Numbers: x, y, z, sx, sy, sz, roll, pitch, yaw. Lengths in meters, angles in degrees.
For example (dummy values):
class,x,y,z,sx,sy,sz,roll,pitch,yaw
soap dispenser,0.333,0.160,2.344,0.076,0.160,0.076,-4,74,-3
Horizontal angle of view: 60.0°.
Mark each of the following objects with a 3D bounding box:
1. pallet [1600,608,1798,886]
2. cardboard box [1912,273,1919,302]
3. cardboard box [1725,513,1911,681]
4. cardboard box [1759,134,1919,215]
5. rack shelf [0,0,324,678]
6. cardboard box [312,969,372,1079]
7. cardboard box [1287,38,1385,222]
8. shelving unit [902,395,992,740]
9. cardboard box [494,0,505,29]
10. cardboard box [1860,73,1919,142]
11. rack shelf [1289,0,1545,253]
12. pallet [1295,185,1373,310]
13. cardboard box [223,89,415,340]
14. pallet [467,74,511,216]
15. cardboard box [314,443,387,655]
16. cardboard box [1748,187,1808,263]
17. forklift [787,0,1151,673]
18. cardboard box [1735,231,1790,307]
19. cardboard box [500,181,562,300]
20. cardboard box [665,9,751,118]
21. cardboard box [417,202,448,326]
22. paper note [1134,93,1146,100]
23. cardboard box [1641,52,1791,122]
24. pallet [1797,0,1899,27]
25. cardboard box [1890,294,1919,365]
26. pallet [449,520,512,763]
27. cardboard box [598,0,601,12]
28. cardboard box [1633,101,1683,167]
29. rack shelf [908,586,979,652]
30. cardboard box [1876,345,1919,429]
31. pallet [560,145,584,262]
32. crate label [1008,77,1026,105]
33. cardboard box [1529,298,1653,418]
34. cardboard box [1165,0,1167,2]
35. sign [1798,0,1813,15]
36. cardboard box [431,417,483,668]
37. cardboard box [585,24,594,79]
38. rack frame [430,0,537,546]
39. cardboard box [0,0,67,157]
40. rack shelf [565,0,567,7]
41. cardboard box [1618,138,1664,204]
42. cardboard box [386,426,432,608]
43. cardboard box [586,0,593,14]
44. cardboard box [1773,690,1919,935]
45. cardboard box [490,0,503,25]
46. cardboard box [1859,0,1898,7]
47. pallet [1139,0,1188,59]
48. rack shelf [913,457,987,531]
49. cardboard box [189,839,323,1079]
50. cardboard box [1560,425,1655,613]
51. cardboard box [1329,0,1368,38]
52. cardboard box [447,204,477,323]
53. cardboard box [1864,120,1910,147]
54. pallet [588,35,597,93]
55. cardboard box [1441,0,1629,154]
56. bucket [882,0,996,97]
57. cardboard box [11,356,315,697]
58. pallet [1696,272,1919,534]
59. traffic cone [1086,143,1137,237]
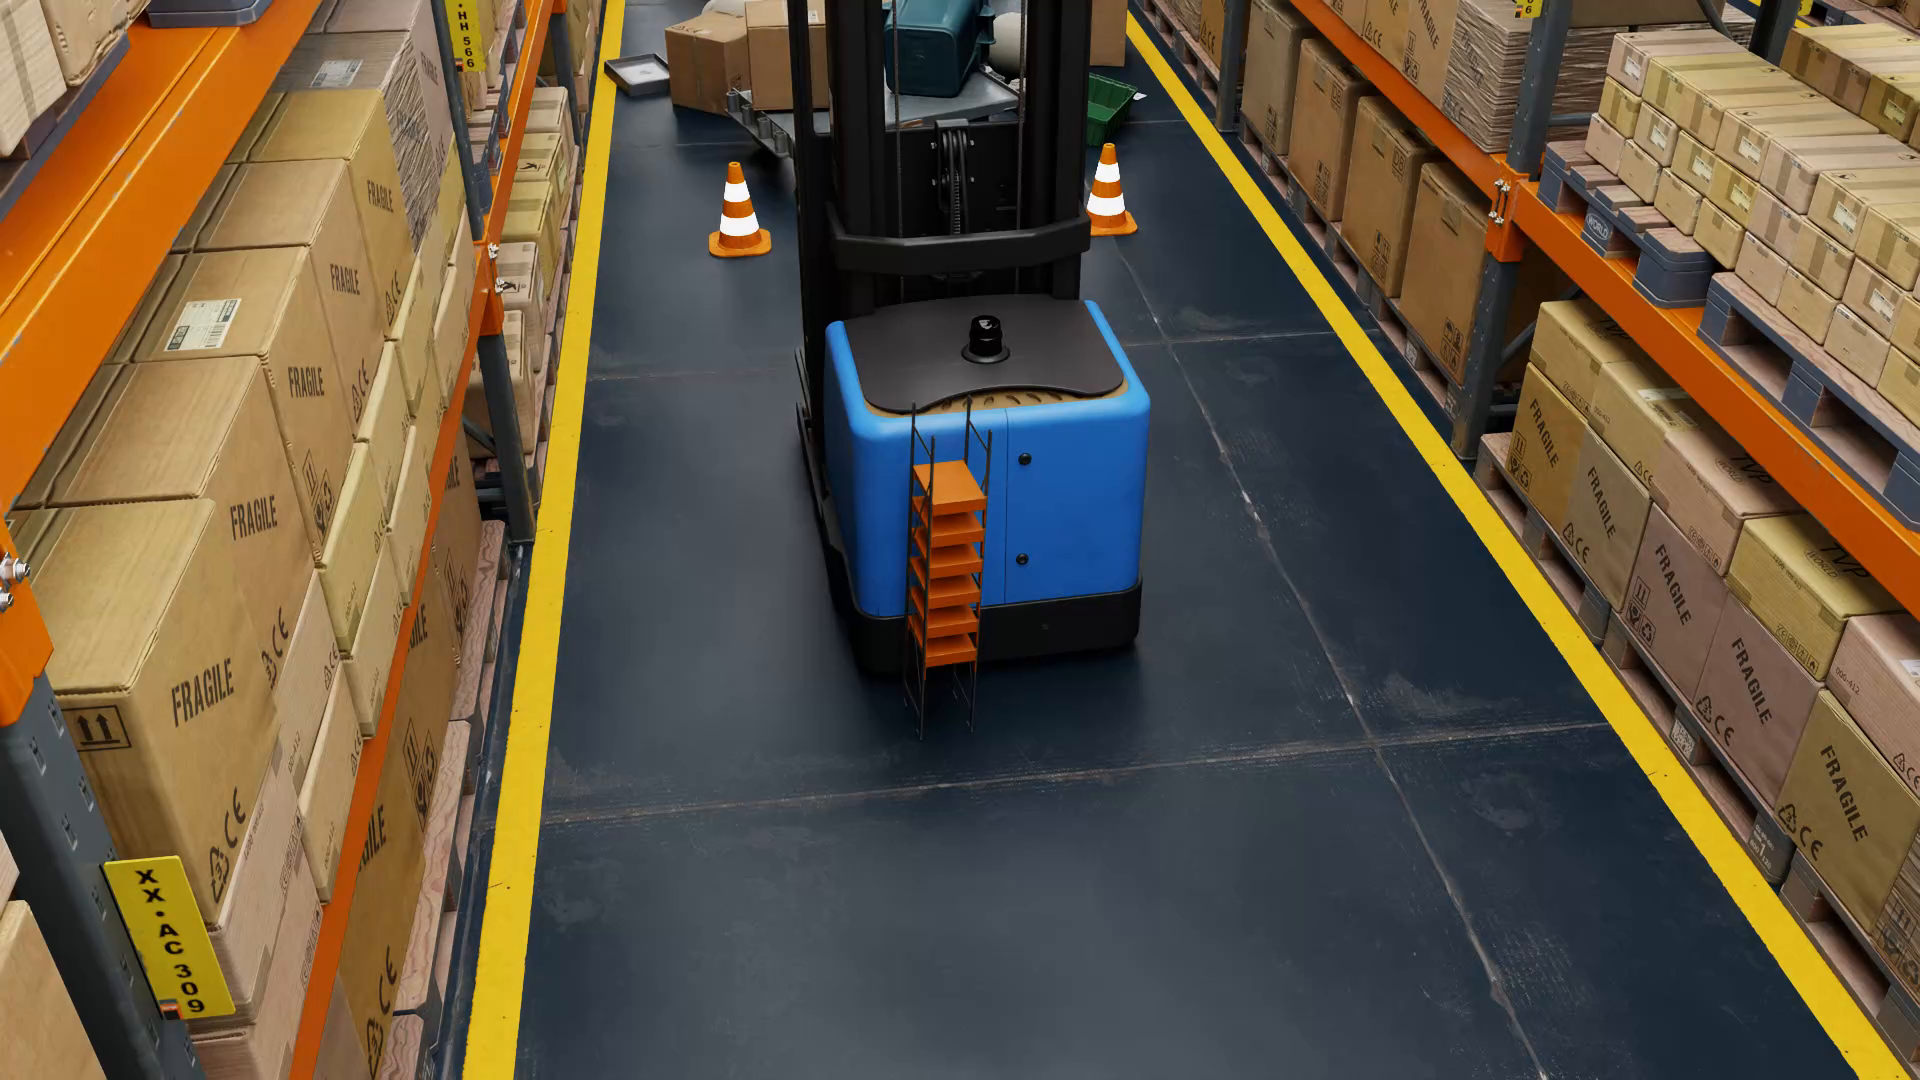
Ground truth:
class,x,y,z,sx,sy,sz,roll,pitch,yaw
pallet,2.932,0.616,5.658,1.003,0.211,1.213,-4,35,-6
cardboard box,2.783,-0.672,4.394,0.380,0.149,0.250,-6,35,-9
cardboard box,2.714,0.152,5.044,0.500,0.250,0.500,-6,35,-8
cardboard box,2.678,-1.109,5.035,0.380,0.149,0.250,-3,34,-4
rack shelf,-1.955,-1.046,3.597,1.077,0.370,4.000,-4,35,-6
cardboard box,-1.849,1.376,3.580,0.875,0.875,0.875,-3,34,-5
cardboard box,2.428,-2.249,9.012,1.050,0.750,0.750,-4,35,-6
shelving unit,-0.053,0.114,5.511,0.189,1.200,0.258,-7,35,-16
cardboard box,-2.253,-2.391,7.445,0.380,0.149,0.250,-3,34,-5
cardboard box,3.254,-1.442,5.524,0.380,0.149,0.250,-3,34,-5
rack shelf,2.398,-2.470,8.350,1.077,0.370,4.000,-4,35,-6
pallet,2.475,-1.624,8.946,1.003,0.211,1.213,-4,35,-6
cardboard box,-1.758,-0.843,4.346,0.500,0.500,0.500,-4,35,-6
pallet,-2.426,-1.531,6.503,1.213,0.211,1.003,-4,35,-6
cardboard box,-1.605,0.028,3.735,0.500,0.250,0.500,-4,34,-6
cardboard box,2.678,-0.980,5.110,0.380,0.149,0.250,-4,35,-6
forklift,-0.114,-1.560,6.437,1.130,2.935,3.031,-6,35,-9
cardboard box,2.676,-0.857,5.194,0.380,0.149,0.250,-3,34,-5
cardboard box,-2.494,-1.459,8.187,0.950,0.372,0.625,-3,34,-5
cardboard box,-1.558,-3.121,10.884,0.500,0.500,0.500,20,39,26
cardboard box,-1.835,-0.828,4.991,0.500,0.250,0.500,-5,35,-8
paper note,1.142,-2.964,11.071,0.142,0.020,0.147,27,43,34
cardboard box,2.576,-1.545,5.675,0.380,0.149,0.250,-5,35,-8
pallet,6.765,-4.105,12.586,1.003,0.211,1.213,-4,35,-6
cardboard box,2.775,-0.554,4.486,0.380,0.149,0.250,-4,35,-6
pallet,-2.193,0.378,6.008,1.003,0.211,1.213,-4,35,-6
cardboard box,-2.863,-4.001,12.027,0.500,0.250,0.500,-4,35,-6
cardboard box,2.572,-1.408,5.739,0.380,0.149,0.250,-3,34,-4
rack shelf,-0.061,0.251,5.601,0.180,0.103,0.258,-7,35,-16
cardboard box,2.777,-0.422,4.557,0.380,0.149,0.250,-3,34,-4
pallet,-2.656,-1.866,9.300,1.003,0.211,1.213,-4,35,-6
crate label,0.452,-2.953,10.961,0.250,0.136,0.298,27,43,34
cardboard box,2.520,-0.699,6.293,0.500,0.250,0.500,-6,35,-9
cardboard box,1.868,-4.547,12.272,0.875,0.875,0.875,-5,35,-7
sign,3.204,-2.144,6.274,0.100,0.325,0.005,-4,35,-6
cardboard box,-2.214,-0.124,5.782,0.875,0.875,0.875,-5,35,-7
cardboard box,-2.657,-3.136,10.757,0.500,0.250,0.500,-3,34,-4
rack frame,-2.224,-1.220,5.877,1.000,3.000,0.127,-4,35,-6
cardboard box,-1.407,-0.651,2.125,0.396,0.266,0.258,-5,35,-7
rack shelf,-3.031,-4.271,10.993,1.077,0.370,4.000,-4,35,-6
cardboard box,2.563,-1.307,5.854,0.380,0.149,0.250,-3,34,-4
cardboard box,-1.666,-0.047,4.289,0.500,0.250,0.500,-5,35,-7
cardboard box,-2.726,-3.737,10.972,0.500,0.500,0.500,-3,34,-4
cardboard box,2.787,0.760,4.818,0.500,0.500,0.500,-5,35,-8
cardboard box,-2.210,-2.413,6.901,0.500,0.500,0.500,-4,34,-6
cardboard box,6.798,-4.229,12.139,0.500,0.500,0.500,-7,35,-11
pallet,1.937,-3.844,12.203,1.003,0.211,1.213,-4,35,-6
rack shelf,-0.039,-0.149,5.337,0.180,0.103,0.258,-7,35,-16
cardboard box,-1.484,0.808,3.033,0.500,0.250,0.500,-5,35,-7
cardboard box,2.581,-0.098,6.077,0.500,0.500,0.500,-4,34,-6
cardboard box,2.135,-2.767,8.058,0.500,0.500,0.500,-4,34,-6
cardboard box,-1.899,-0.896,5.534,0.500,0.250,0.500,-6,35,-8
cardboard box,3.261,-1.308,5.591,0.380,0.149,0.250,-4,34,-5
pallet,-3.055,-3.354,11.485,1.003,0.211,1.213,-4,35,-6
cardboard box,2.341,-1.924,6.821,0.500,0.500,0.500,-4,35,-6
bucket,-0.174,-3.060,10.134,0.726,0.611,0.620,7,45,10
cardboard box,-1.556,0.008,3.098,0.500,0.500,0.500,-5,35,-7
pallet,2.974,-0.471,4.947,1.003,0.211,1.213,-4,35,-6
traffic cone,0.813,-1.973,9.234,0.336,0.463,0.334,-4,35,-6
